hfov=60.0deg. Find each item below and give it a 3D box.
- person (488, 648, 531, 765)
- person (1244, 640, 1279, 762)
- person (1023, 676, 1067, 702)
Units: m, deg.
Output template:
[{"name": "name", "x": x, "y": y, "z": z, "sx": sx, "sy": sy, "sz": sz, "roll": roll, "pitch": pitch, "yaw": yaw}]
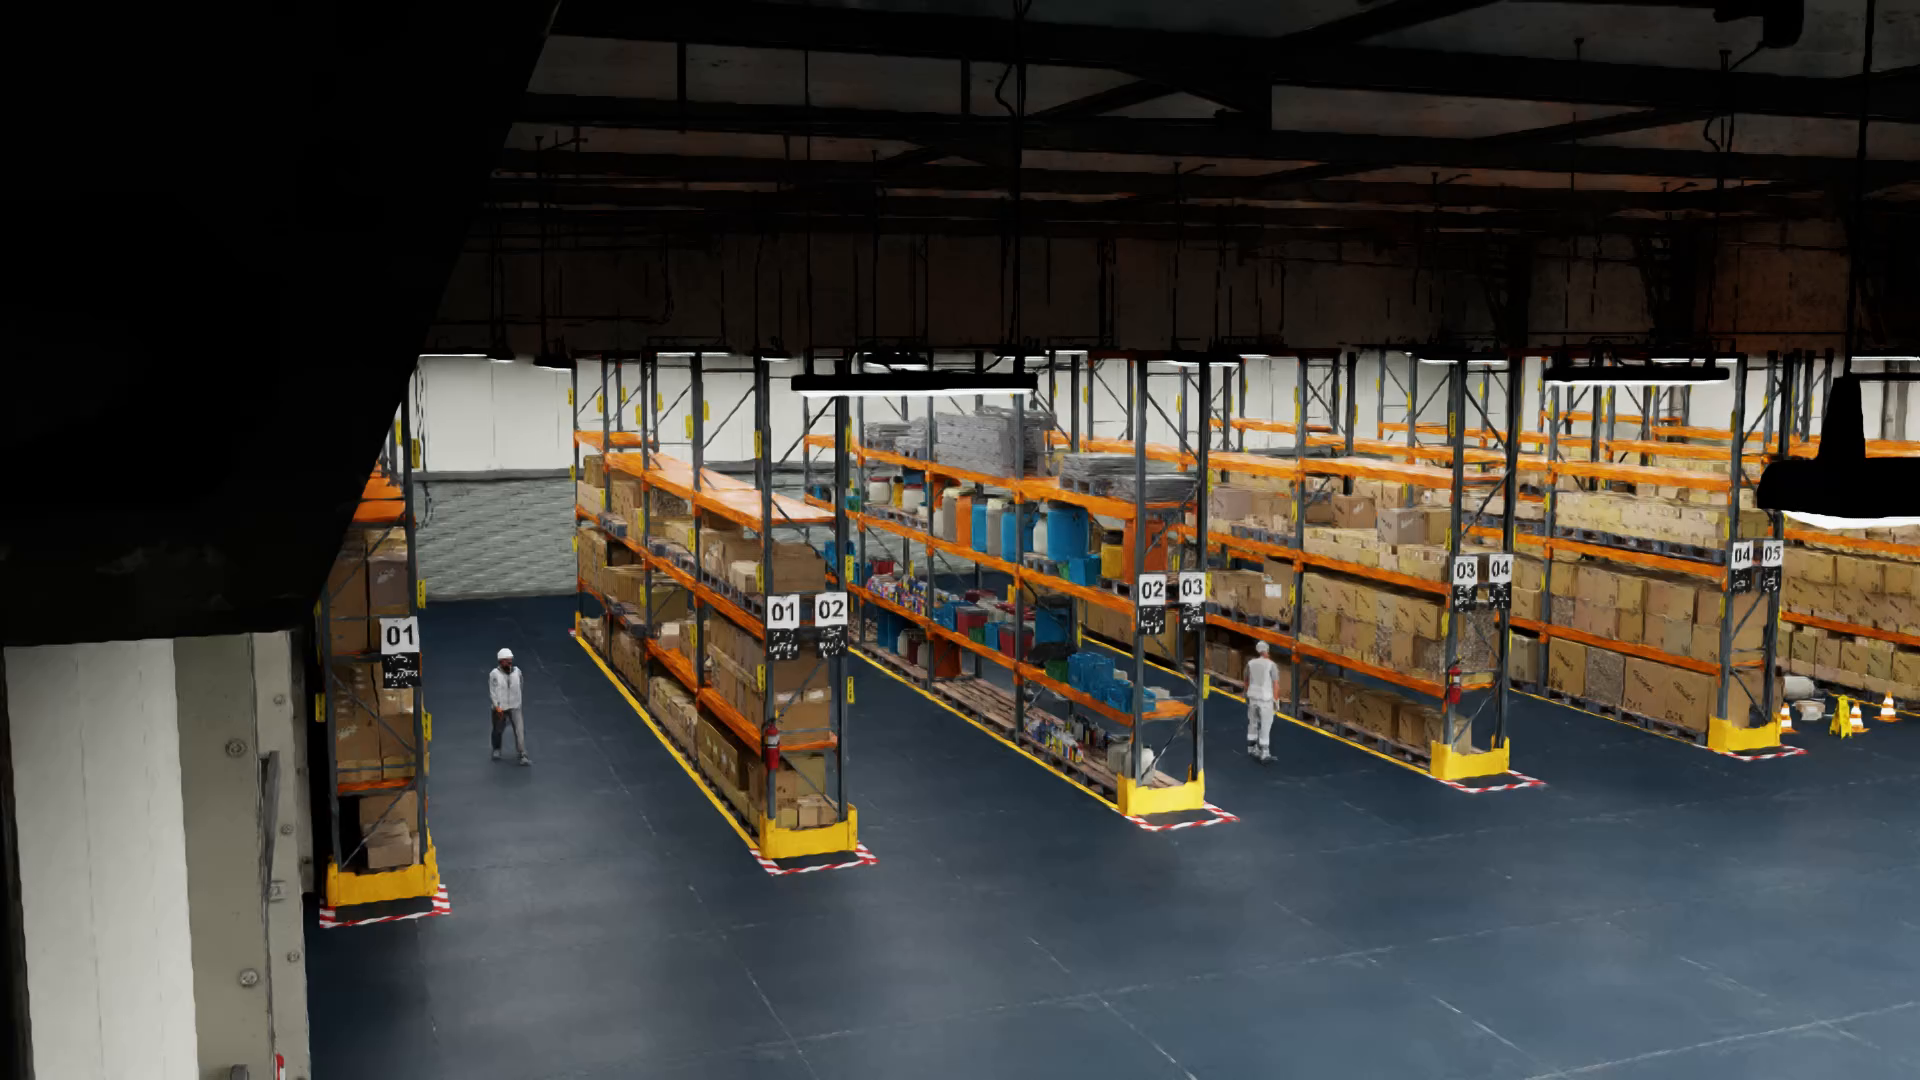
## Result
[{"name": "person", "x": -6.674, "y": 2.436, "z": 24.471, "sx": 0.538, "sy": 1.715, "sz": 1.026, "roll": -4, "pitch": 8, "yaw": -29}, {"name": "person", "x": 4.510, "y": 2.362, "z": 24.699, "sx": 0.575, "sy": 1.789, "sz": 0.451, "roll": 6, "pitch": 9, "yaw": 41}, {"name": "person", "x": 1.417, "y": 1.917, "z": 28.593, "sx": 0.571, "sy": 1.702, "sz": 1.114, "roll": -3, "pitch": 8, "yaw": -23}]
